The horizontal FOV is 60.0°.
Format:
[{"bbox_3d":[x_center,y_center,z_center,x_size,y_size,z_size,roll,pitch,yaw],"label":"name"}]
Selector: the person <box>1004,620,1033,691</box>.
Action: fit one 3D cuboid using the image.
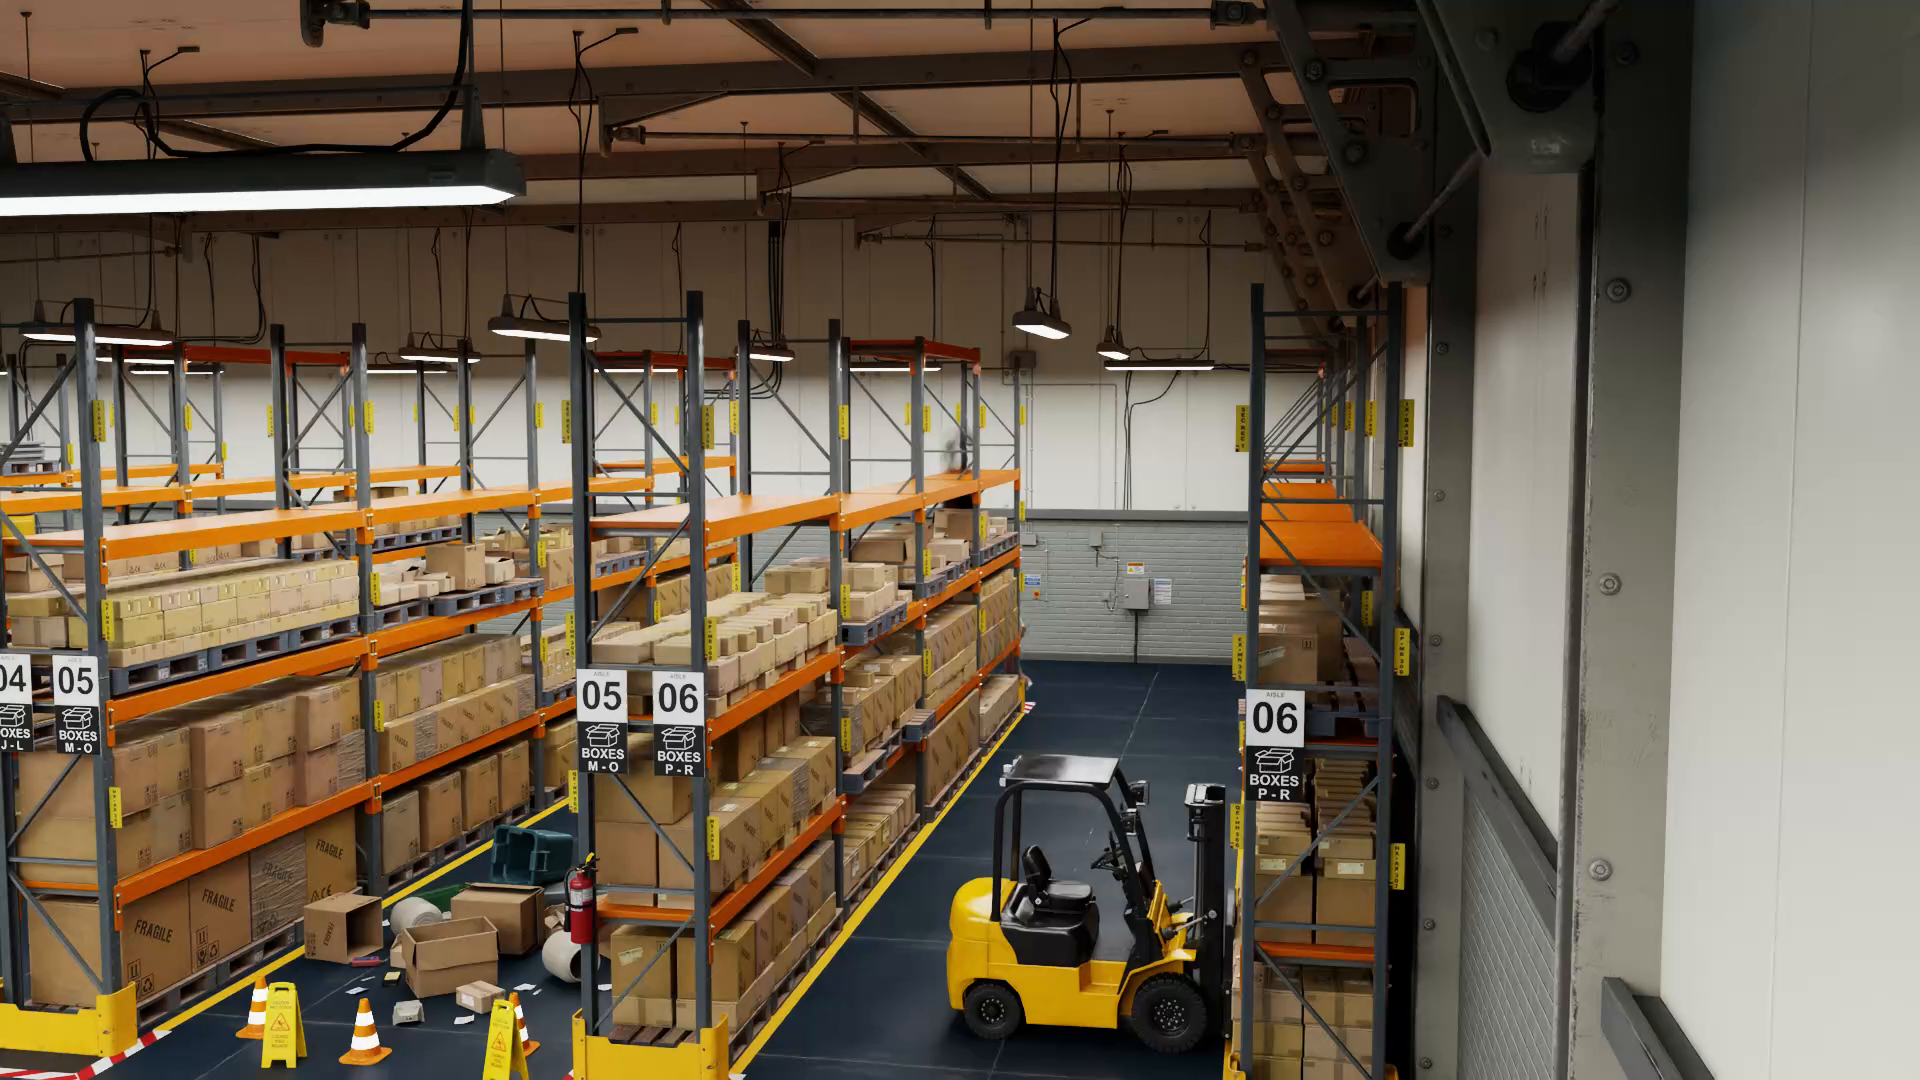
[{"bbox_3d":[0.875,1.950,29.568,0.832,1.628,0.653,4,6,43],"label":"person"}]
